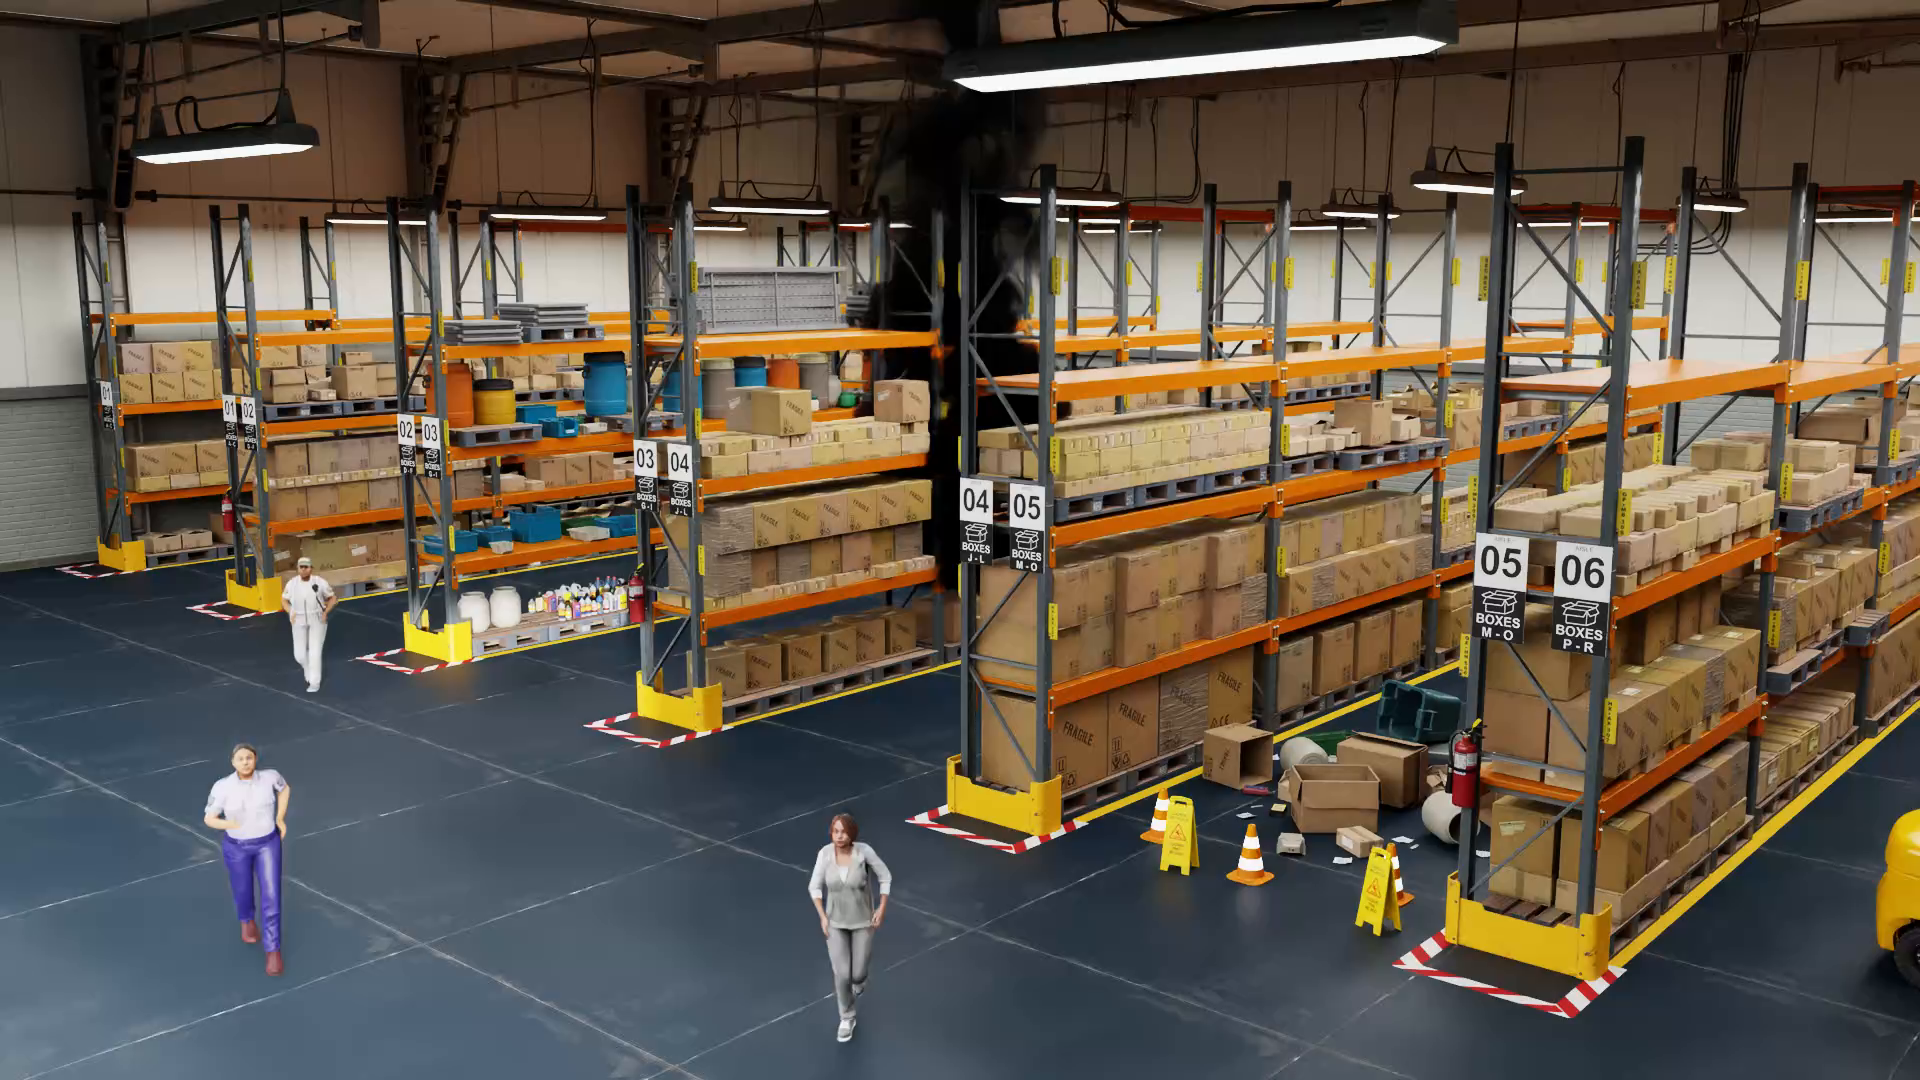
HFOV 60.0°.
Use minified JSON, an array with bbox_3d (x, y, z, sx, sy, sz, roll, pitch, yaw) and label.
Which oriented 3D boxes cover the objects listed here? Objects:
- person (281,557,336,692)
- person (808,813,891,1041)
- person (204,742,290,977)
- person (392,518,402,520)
[{"bbox_3d":[-7.946,1.009,20.314,0.635,1.627,0.602,-2,10,-12],"label":"person"},{"bbox_3d":[-0.738,2.571,11.223,0.554,1.573,0.610,1,9,3],"label":"person"},{"bbox_3d":[-5.268,2.312,12.360,0.602,1.670,0.886,-4,10,-25],"label":"person"},{"bbox_3d":[-9.658,-0.451,28.794,0.701,1.726,0.608,6,11,30],"label":"person"}]
